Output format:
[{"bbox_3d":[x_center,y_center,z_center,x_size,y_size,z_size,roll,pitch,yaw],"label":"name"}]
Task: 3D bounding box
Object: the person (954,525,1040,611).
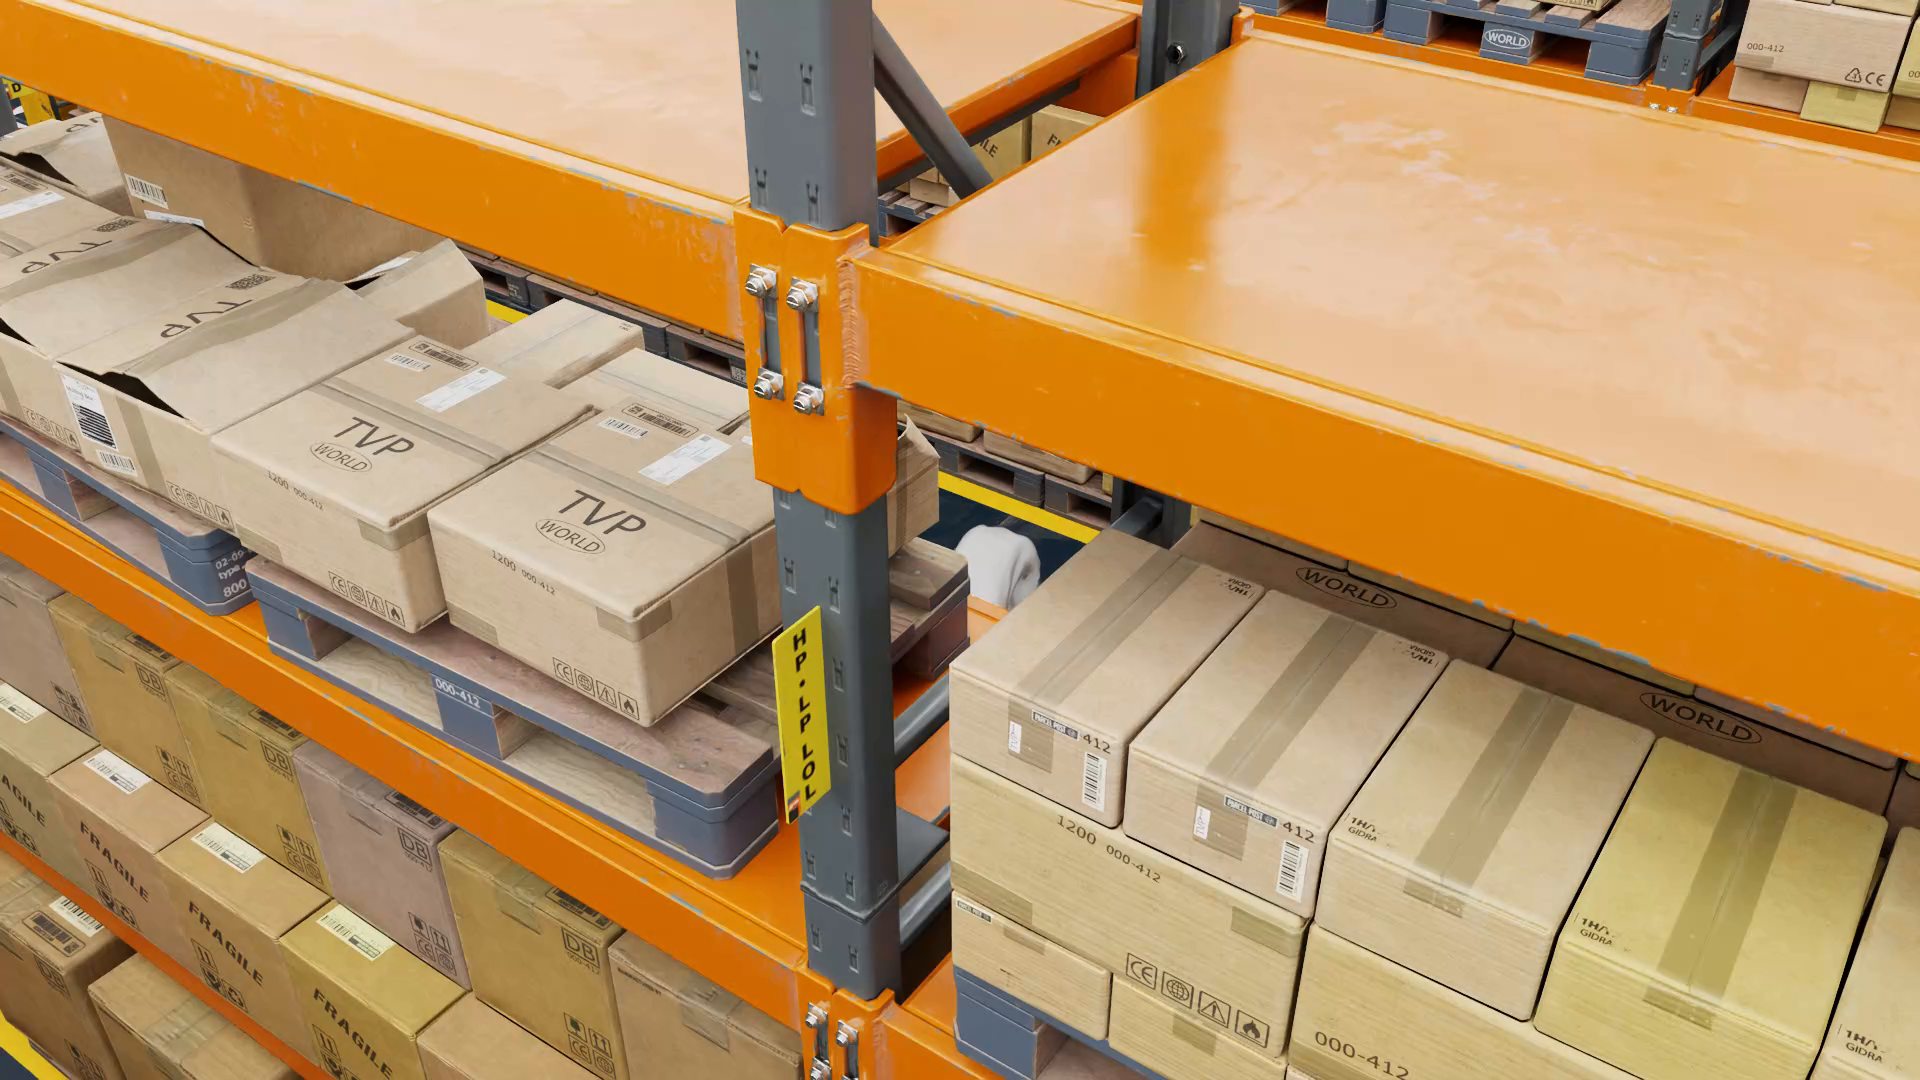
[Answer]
[{"bbox_3d":[0.059,0.506,7.032,0.448,0.971,0.860,14,37,19],"label":"person"}]
